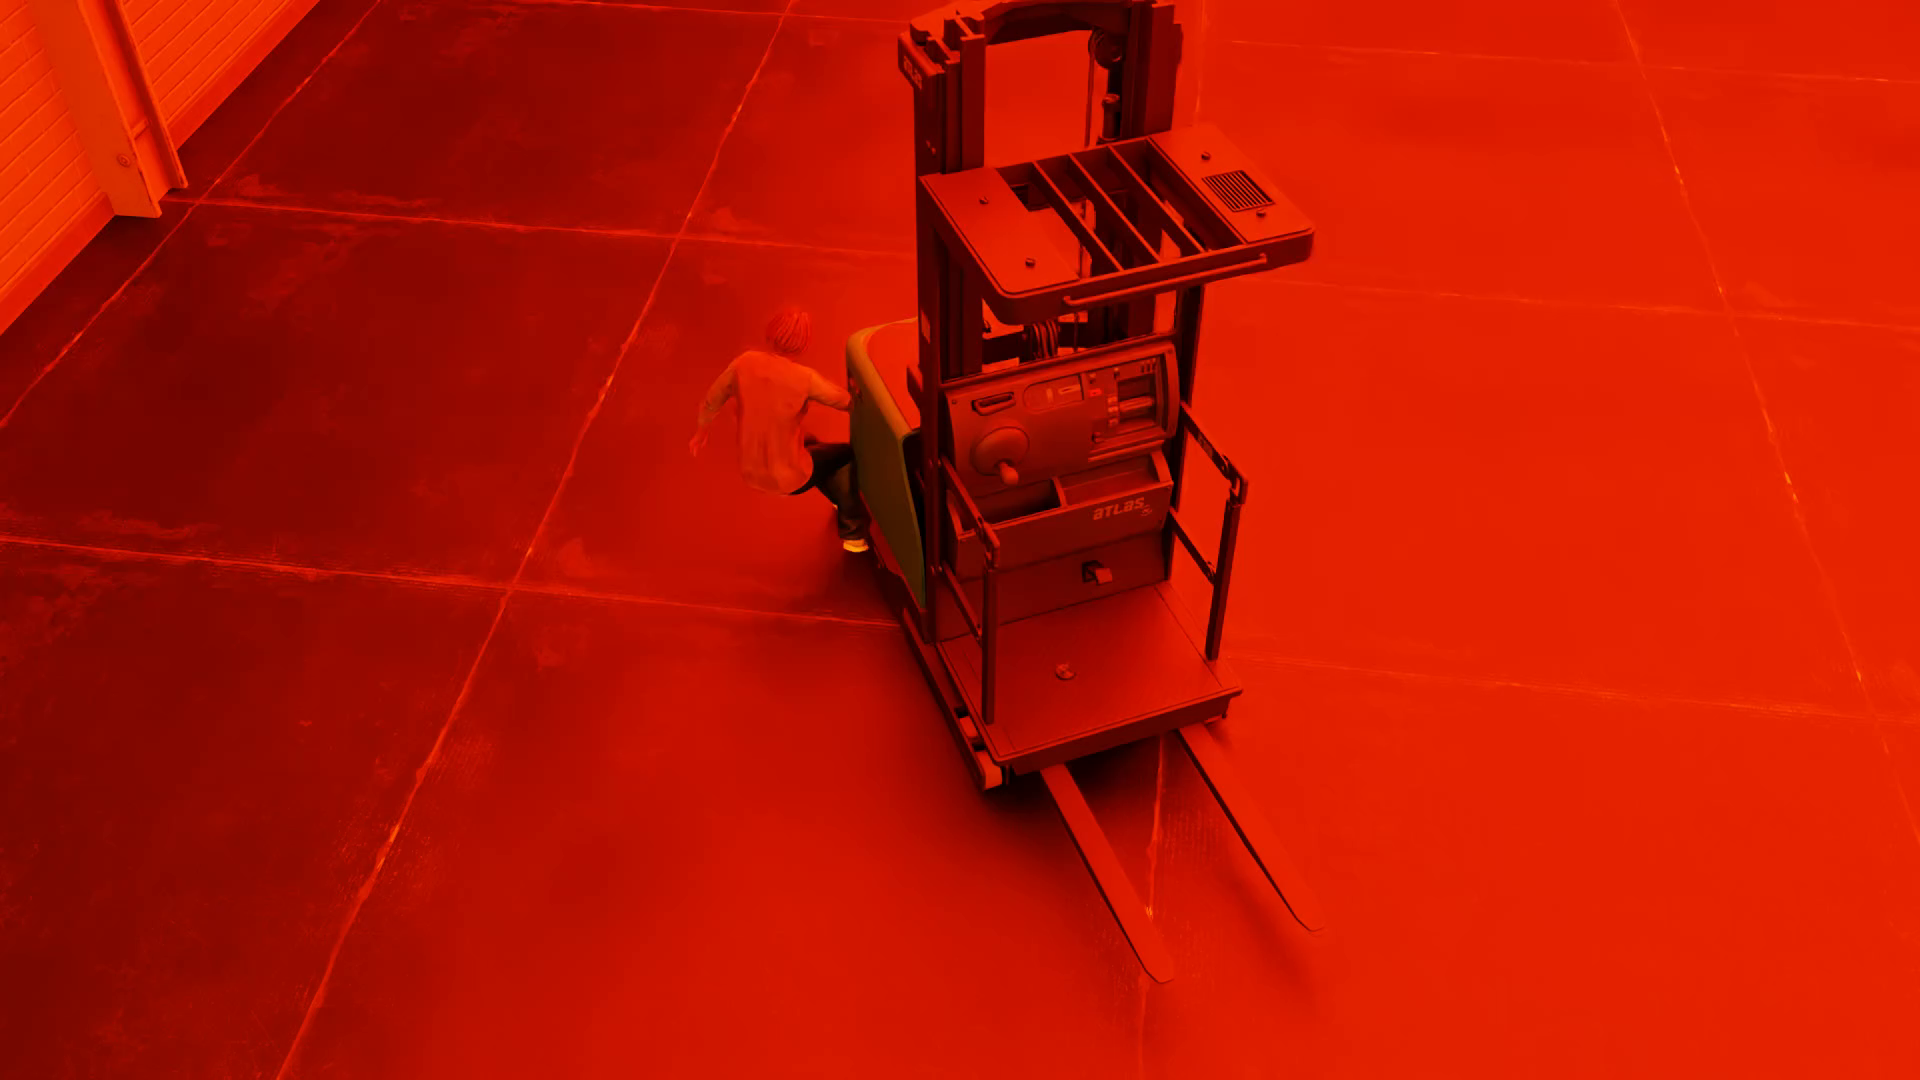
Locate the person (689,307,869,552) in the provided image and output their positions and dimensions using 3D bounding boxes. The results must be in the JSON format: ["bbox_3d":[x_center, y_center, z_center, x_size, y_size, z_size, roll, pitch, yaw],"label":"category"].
[{"bbox_3d":[-0.736,-0.530,7.529,0.778,1.372,0.823,16,45,17],"label":"person"}]

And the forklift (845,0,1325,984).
[{"bbox_3d":[0.477,-0.388,6.147,1.130,2.935,3.031,-14,45,-15],"label":"forklift"}]
